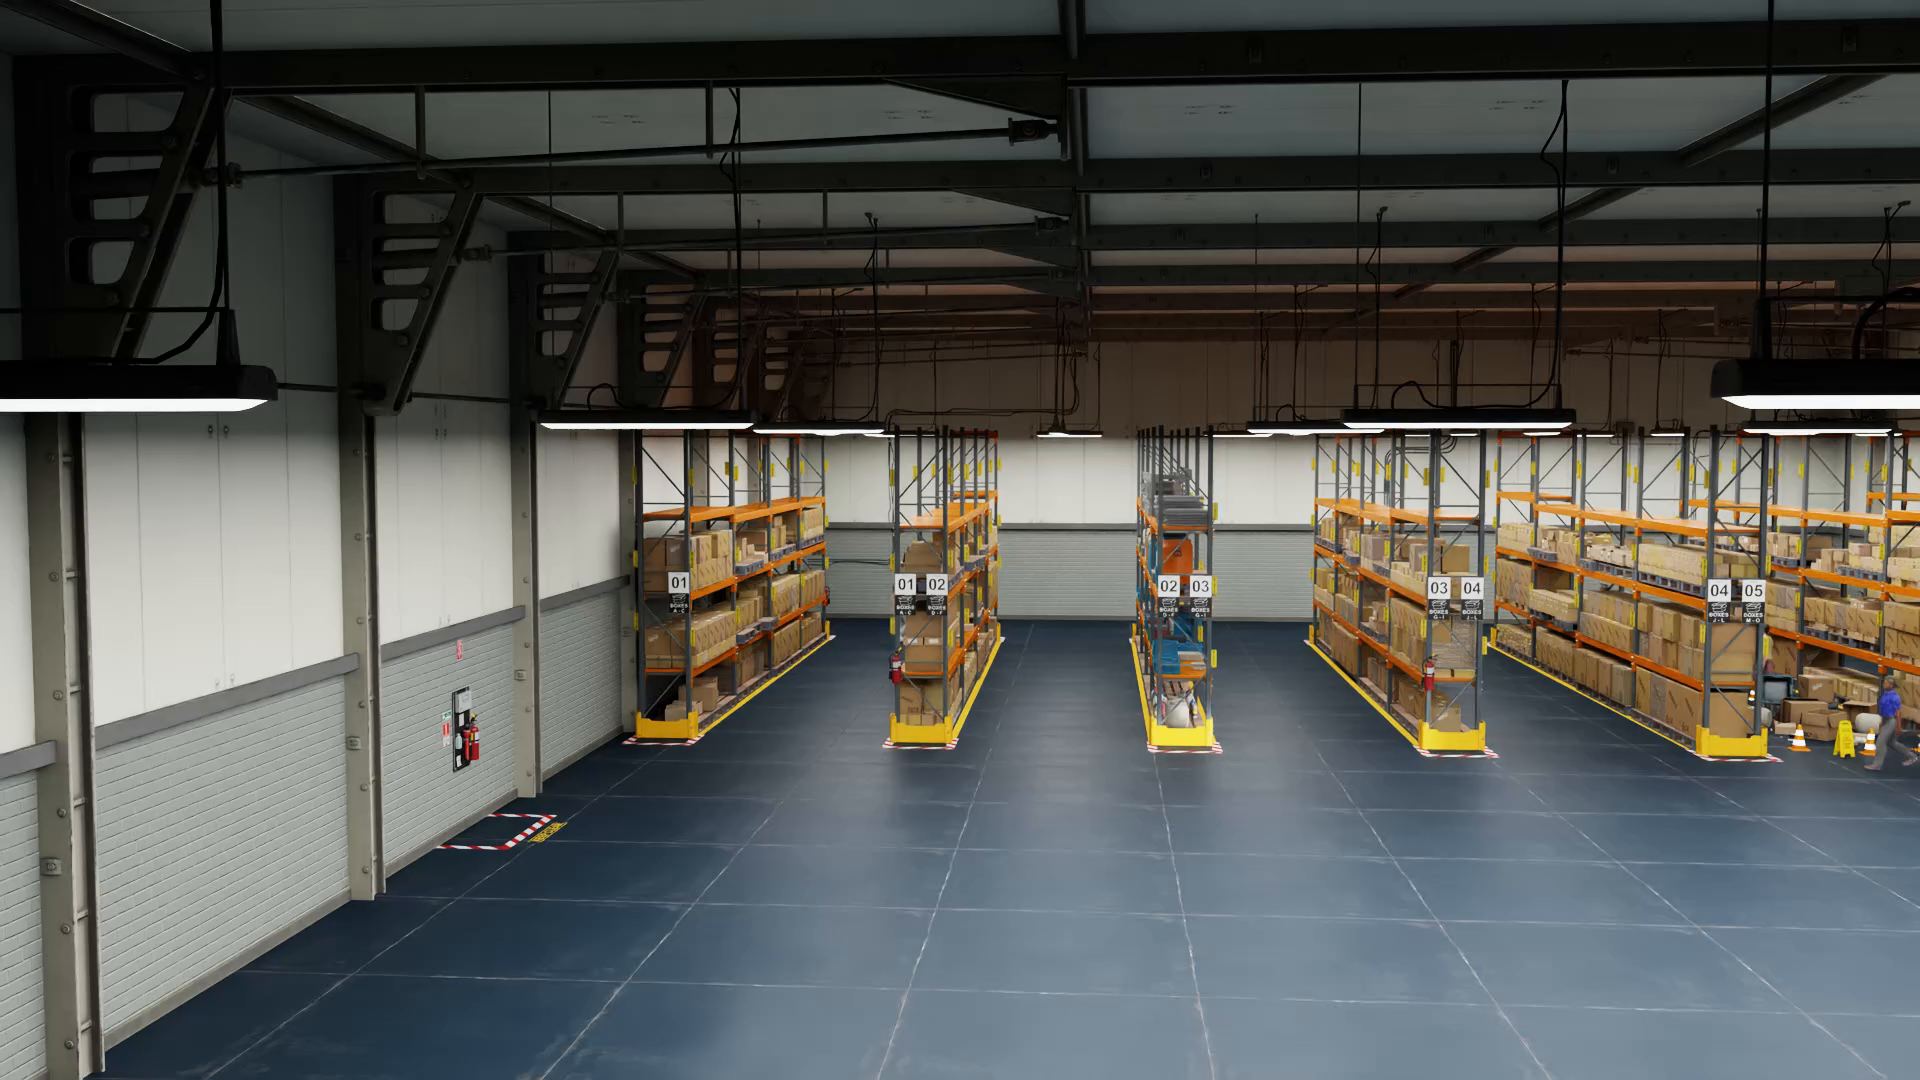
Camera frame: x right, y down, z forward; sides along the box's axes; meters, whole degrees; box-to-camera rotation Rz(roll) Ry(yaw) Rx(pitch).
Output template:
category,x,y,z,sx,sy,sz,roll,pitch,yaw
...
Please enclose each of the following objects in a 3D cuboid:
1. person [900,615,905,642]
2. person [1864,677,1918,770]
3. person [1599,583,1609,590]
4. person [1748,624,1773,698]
category,x,y,z,sx,sy,sz,roll,pitch,yaw
person,-1.659,2.041,47.130,0.439,1.642,0.474,-2,4,-30
person,16.139,3.174,28.760,0.965,1.610,0.447,0,3,5
person,18.455,2.030,47.540,0.768,1.648,0.493,-1,4,-15
person,17.800,2.703,36.756,0.449,1.697,0.683,0,3,-8
